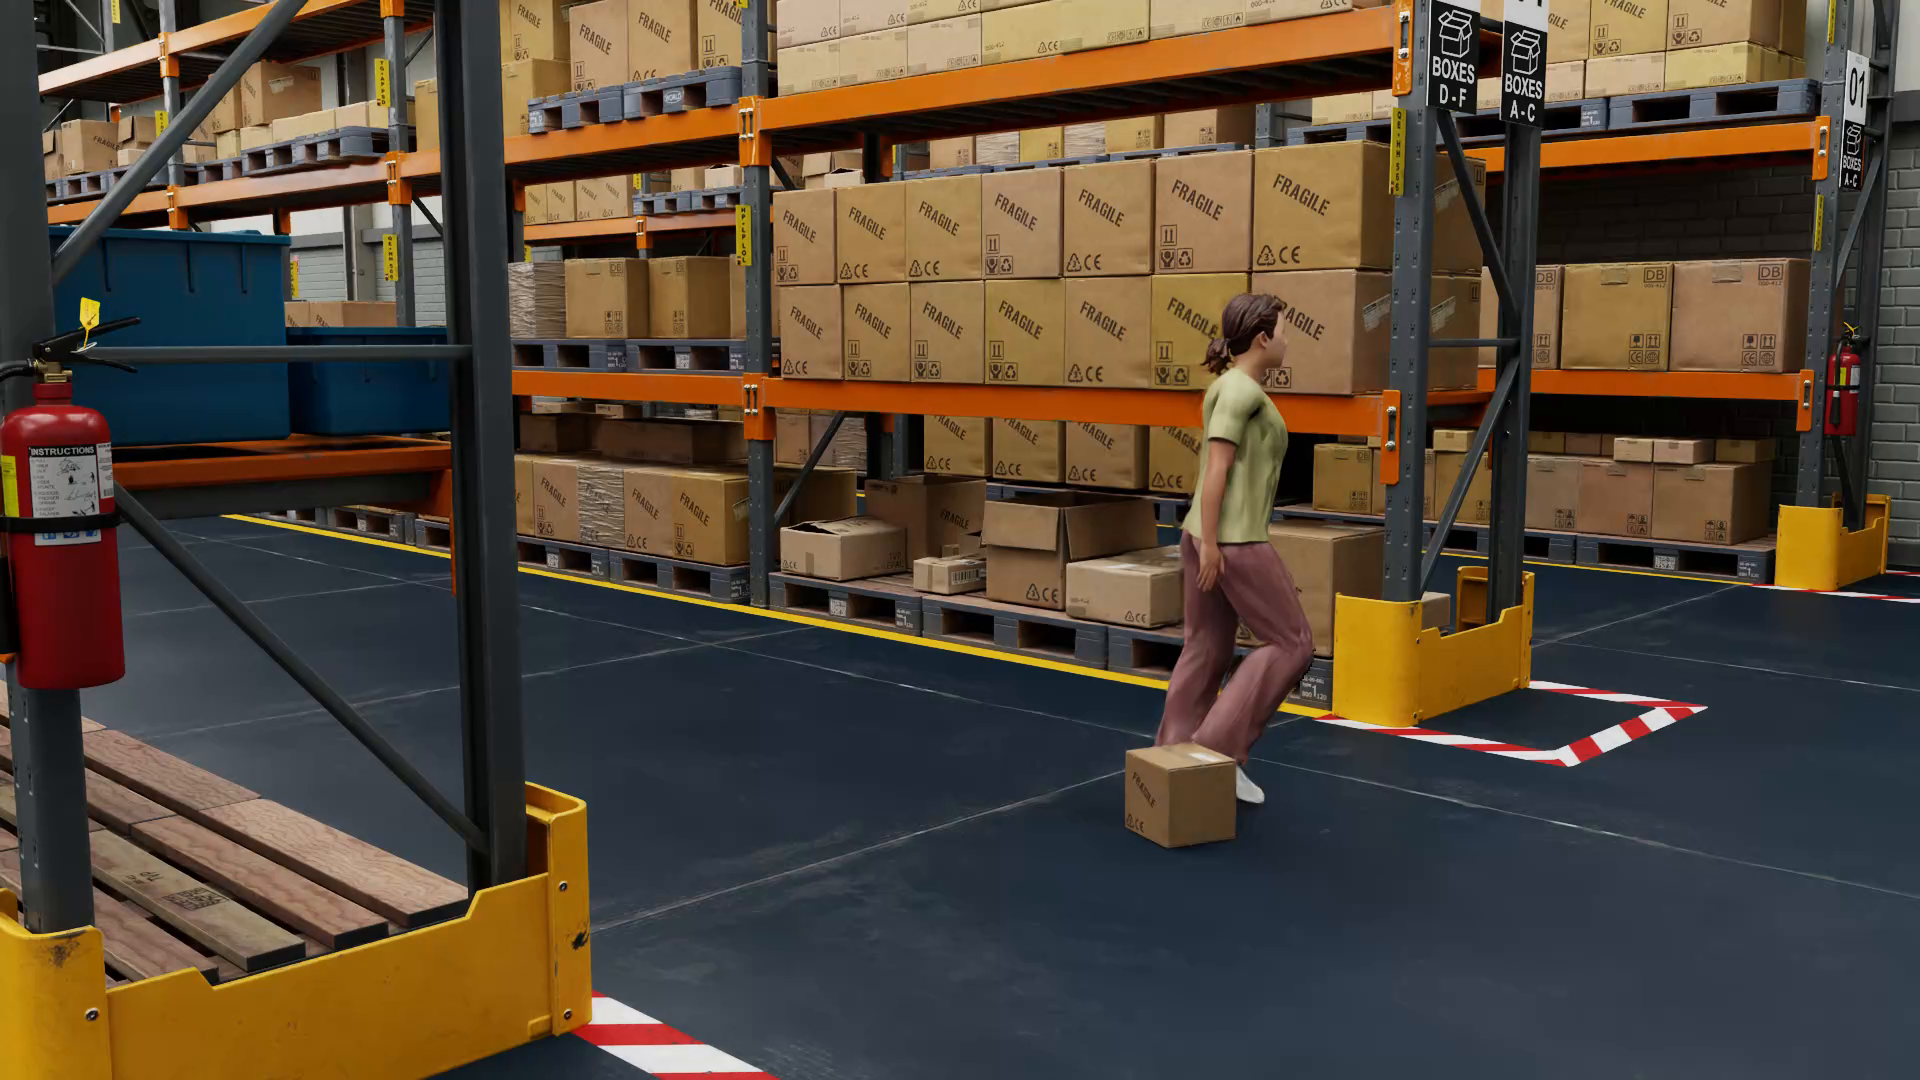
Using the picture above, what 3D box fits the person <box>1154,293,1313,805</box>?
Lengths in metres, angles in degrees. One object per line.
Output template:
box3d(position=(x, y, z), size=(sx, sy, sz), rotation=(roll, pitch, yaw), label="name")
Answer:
box3d(position=(0.876, 0.025, 5.441), size=(0.500, 1.651, 0.482), rotation=(0, 7, -3), label="person")
